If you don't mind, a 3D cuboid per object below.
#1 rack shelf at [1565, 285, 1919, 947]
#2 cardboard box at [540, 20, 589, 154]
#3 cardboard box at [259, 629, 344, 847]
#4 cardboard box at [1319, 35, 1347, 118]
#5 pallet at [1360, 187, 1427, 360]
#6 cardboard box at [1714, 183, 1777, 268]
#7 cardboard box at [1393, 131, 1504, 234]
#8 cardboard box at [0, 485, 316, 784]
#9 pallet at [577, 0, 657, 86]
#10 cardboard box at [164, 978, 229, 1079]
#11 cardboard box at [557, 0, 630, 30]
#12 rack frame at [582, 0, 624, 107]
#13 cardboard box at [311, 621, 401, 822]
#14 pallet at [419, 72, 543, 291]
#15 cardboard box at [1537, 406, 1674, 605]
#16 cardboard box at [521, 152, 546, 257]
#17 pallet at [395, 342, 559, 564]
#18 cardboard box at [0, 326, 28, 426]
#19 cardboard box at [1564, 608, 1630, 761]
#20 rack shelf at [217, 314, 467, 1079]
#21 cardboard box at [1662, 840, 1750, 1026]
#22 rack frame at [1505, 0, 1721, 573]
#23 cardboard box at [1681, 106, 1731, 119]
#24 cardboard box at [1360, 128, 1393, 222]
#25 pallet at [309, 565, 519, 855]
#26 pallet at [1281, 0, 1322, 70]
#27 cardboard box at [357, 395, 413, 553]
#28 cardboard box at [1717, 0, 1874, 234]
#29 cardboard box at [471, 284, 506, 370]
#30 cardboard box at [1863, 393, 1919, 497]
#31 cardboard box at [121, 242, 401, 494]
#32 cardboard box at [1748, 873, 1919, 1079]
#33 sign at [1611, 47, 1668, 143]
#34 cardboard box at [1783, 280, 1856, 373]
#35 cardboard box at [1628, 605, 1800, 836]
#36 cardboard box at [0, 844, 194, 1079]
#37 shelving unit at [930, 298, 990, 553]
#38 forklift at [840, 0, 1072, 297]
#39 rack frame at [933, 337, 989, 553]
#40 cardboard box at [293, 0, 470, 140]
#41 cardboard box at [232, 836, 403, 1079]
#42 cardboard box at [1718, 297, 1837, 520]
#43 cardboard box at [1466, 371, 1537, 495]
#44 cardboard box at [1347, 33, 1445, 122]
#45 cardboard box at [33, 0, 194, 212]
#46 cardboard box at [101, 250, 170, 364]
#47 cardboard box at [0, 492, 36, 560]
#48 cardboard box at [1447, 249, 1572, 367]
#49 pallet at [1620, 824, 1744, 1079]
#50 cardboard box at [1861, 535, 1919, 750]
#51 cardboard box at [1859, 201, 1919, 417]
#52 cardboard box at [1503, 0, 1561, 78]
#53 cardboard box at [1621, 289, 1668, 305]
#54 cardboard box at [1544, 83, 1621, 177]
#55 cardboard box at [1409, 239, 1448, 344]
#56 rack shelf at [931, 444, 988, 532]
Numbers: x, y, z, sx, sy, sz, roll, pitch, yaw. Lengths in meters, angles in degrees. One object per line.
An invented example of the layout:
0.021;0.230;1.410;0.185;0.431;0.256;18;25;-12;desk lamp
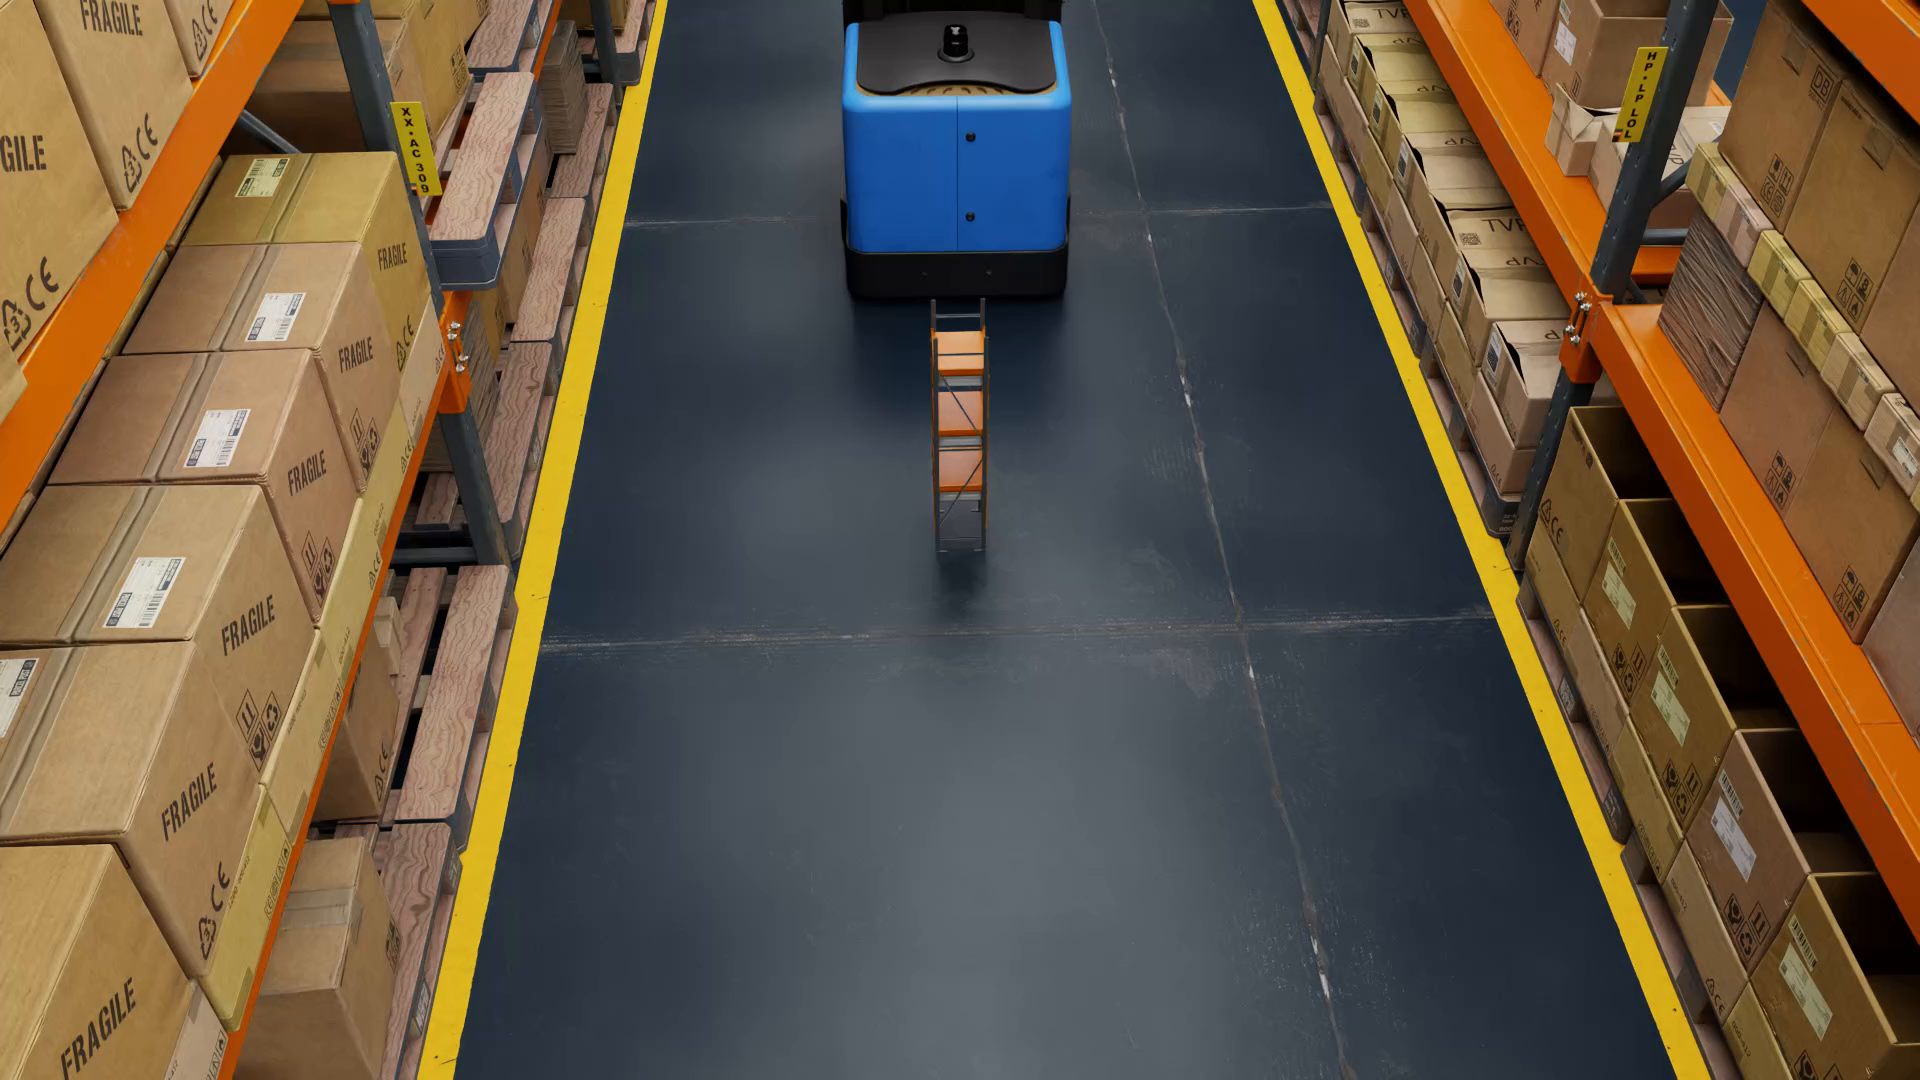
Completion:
2.781;0.584;4.426;1.077;0.370;4.000;-2;43;-2;rack shelf
-2.340;-2.343;8.611;0.700;0.500;0.500;-1;43;-1;cardboard box
-1.858;0.487;4.095;0.500;0.250;0.500;-1;43;-1;cardboard box
2.255;-2.511;8.994;0.500;0.250;0.500;-2;43;-2;cardboard box
2.571;-1.326;8.040;1.003;0.211;1.213;-2;43;-2;pallet
2.525;-0.951;5.014;0.380;0.149;0.250;-1;43;-1;cardboard box
2.328;-1.672;7.663;0.500;0.311;0.500;-2;43;-2;cardboard box
-1.864;0.223;3.828;0.500;0.500;0.500;0;43;0;cardboard box
-2.381;-3.094;9.969;1.003;0.211;1.213;-2;43;-2;pallet
-1.823;1.173;3.347;0.500;0.250;0.500;-3;43;-3;cardboard box
-2.323;-3.450;9.574;0.750;0.750;0.750;-2;43;-2;cardboard box
-2.423;-3.587;8.444;1.000;3.000;0.127;-2;43;-2;rack frame
-2.169;0.572;5.430;0.500;0.500;0.500;-5;43;-5;cardboard box
-2.140;-1.336;6.130;1.003;0.211;1.213;-2;43;-2;pallet
2.403;-0.127;5.838;0.500;0.500;0.500;-2;43;-2;cardboard box
-2.385;-1.658;7.863;0.700;0.500;0.500;-2;43;-2;cardboard box
-2.287;-0.384;7.013;1.003;0.211;1.213;-2;43;-2;pallet
-1.861;-0.283;2.531;0.500;0.500;0.500;0;43;0;cardboard box
2.429;0.487;5.723;0.500;0.250;0.500;-2;43;-2;cardboard box
-2.168;0.729;4.268;1.077;0.370;4.000;-2;43;-2;rack shelf
2.472;1.162;4.987;0.500;0.250;0.500;-2;43;-2;cardboard box
2.696;-1.032;5.655;1.000;3.000;0.127;-2;43;-2;rack frame
2.863;-1.543;6.399;0.380;0.149;0.250;-2;43;-2;cardboard box
2.305;-1.821;8.241;0.500;0.250;0.500;-3;43;-3;cardboard box
-2.189;0.593;5.946;1.003;0.211;1.213;-2;43;-2;pallet
2.532;-3.209;10.095;1.003;0.211;1.213;-2;43;-2;pallet
-1.917;-0.191;4.835;0.500;0.250;0.500;-1;43;-2;cardboard box
2.721;-1.247;4.857;0.700;0.500;0.500;-1;43;-2;cardboard box
-2.373;-0.971;7.114;0.700;0.500;0.500;-2;43;-3;cardboard box
2.573;-0.251;4.250;0.380;0.149;0.250;-3;43;-3;cardboard box
-1.897;-0.468;4.582;0.500;0.500;0.500;-2;43;-2;cardboard box
2.489;1.223;4.365;0.500;0.500;0.500;-2;43;-2;cardboard box
2.154;-1.407;5.267;0.100;0.325;0.005;-2;43;-2;sign
2.550;-0.600;4.631;0.380;0.149;0.250;-2;43;-2;cardboard box
2.446;0.548;5.101;0.500;0.500;0.500;-2;43;-2;cardboard box
-1.814;0.920;3.067;0.500;0.500;0.500;-2;43;-2;cardboard box
-0.002;-0.423;6.435;0.215;1.050;0.252;-2;43;-2;shelving unit
-0.045;-3.212;8.086;1.130;2.935;3.031;-1;43;-1;forklift
0.003;-0.341;6.345;0.200;1.050;0.008;-2;43;-2;rack frame
-2.257;-1.808;6.103;0.700;0.500;0.500;2;43;3;cardboard box
-2.028;1.222;4.722;0.700;0.500;0.500;-4;43;-4;cardboard box
2.750;-0.413;4.907;0.700;0.500;0.500;-2;43;-2;cardboard box
2.389;-0.444;6.739;0.500;0.250;0.500;-2;43;-2;cardboard box
2.286;-2.363;8.418;0.500;0.311;0.500;-3;43;-3;cardboard box
-1.914;-0.988;3.300;0.500;0.500;0.500;-3;43;-3;cardboard box
-2.423;-0.443;4.554;0.500;0.500;0.500;-2;43;-2;cardboard box
-2.375;0.244;3.805;0.500;0.500;0.500;-1;43;-1;cardboard box
2.364;-0.996;6.925;0.500;0.311;0.500;-1;43;-1;cardboard box
2.743;1.360;5.110;1.003;0.211;1.213;-2;43;-2;pallet
2.790;0.271;4.160;0.700;0.500;0.500;0;43;-1;cardboard box
2.765;-0.568;4.116;0.700;0.500;0.500;-2;43;-2;cardboard box
2.636;-2.281;6.945;0.500;0.500;0.500;-2;43;-2;cardboard box
2.911;-1.004;6.934;0.500;0.311;0.500;-2;43;-2;cardboard box
2.475;-1.570;6.343;0.396;0.266;0.258;-3;43;-3;cardboard box
2.347;-1.131;7.488;0.500;0.250;0.500;-1;43;-1;cardboard box
-0.002;-0.210;6.630;0.215;0.259;0.240;-2;43;-2;rack shelf
